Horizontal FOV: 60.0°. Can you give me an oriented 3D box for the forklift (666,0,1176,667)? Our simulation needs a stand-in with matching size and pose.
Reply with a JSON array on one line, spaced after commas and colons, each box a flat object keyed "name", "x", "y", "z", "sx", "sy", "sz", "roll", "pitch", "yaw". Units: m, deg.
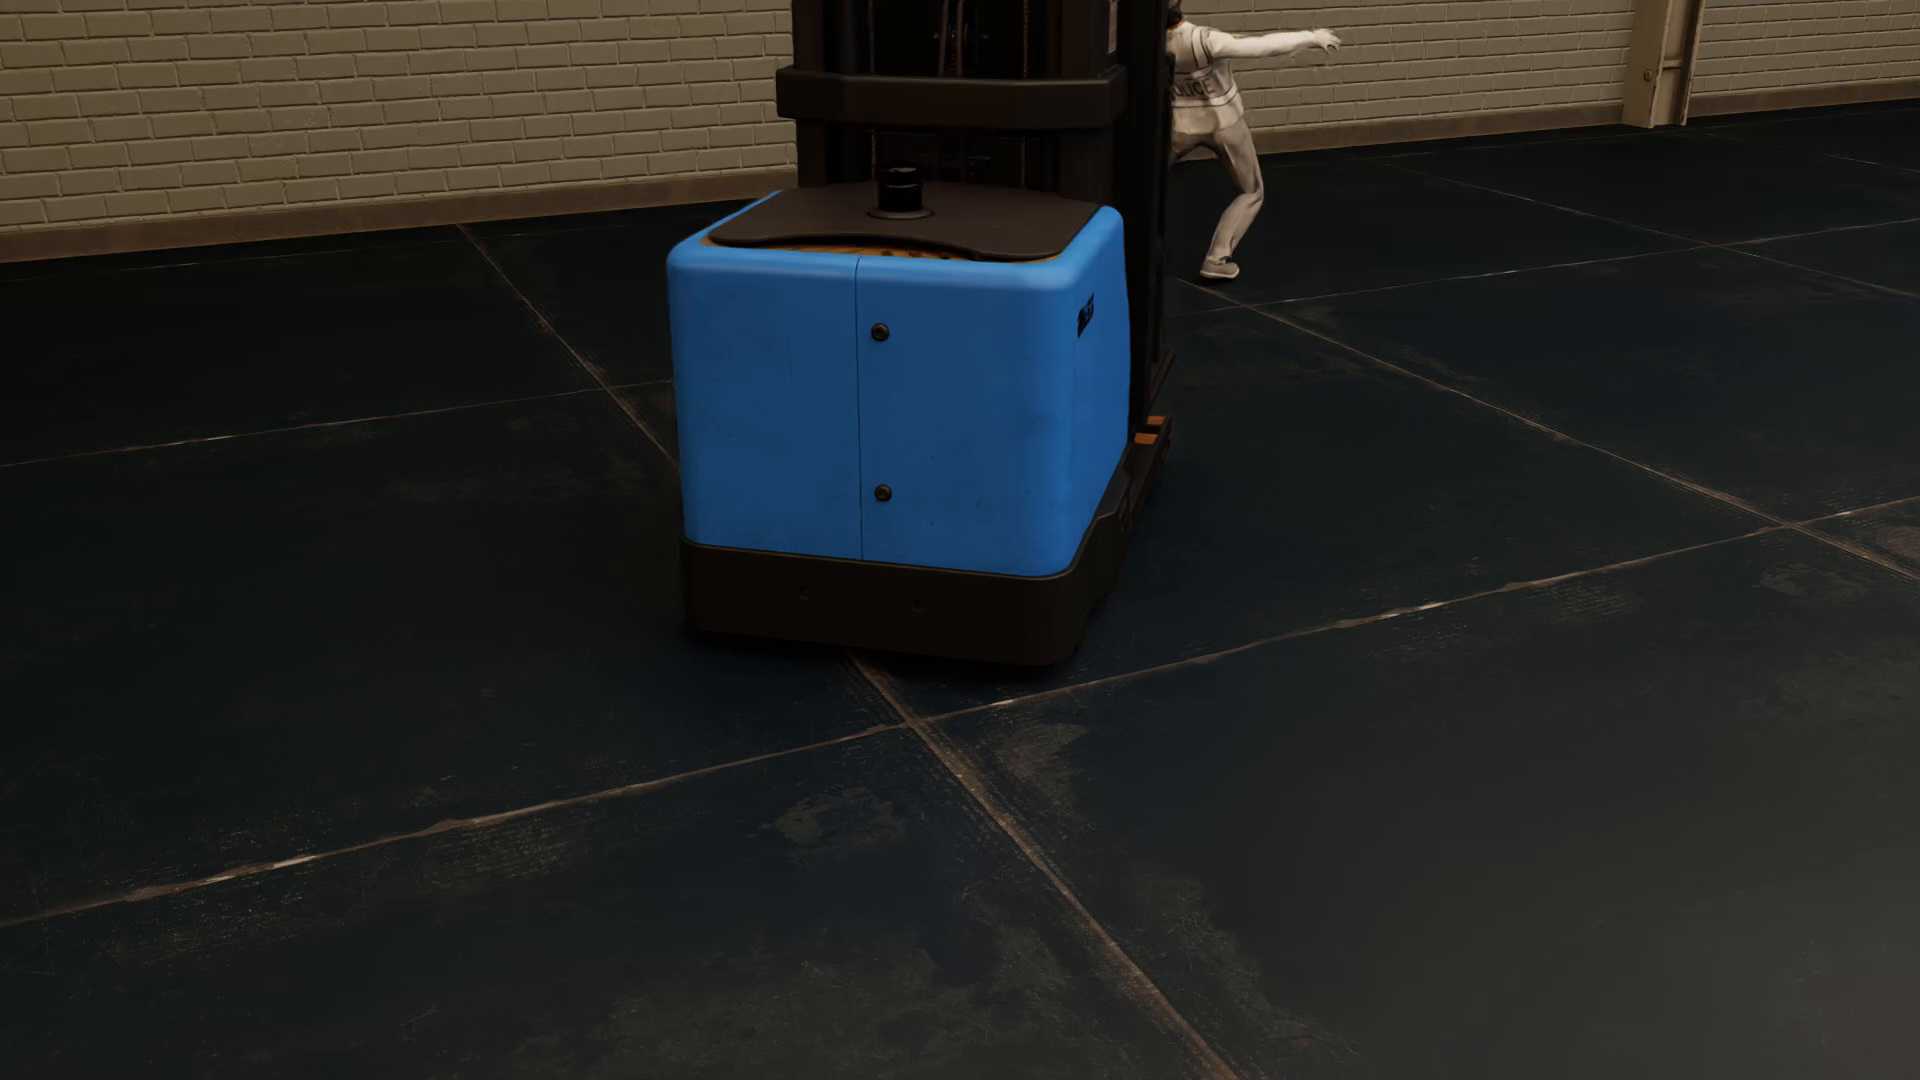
[{"name": "forklift", "x": 0.115, "y": -1.573, "z": 5.074, "sx": 1.130, "sy": 2.935, "sz": 3.031, "roll": 5, "pitch": 23, "yaw": 13}]

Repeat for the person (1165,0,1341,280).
[{"name": "person", "x": 1.248, "y": -1.965, "z": 7.883, "sx": 1.003, "sy": 1.482, "sz": 0.736, "roll": 7, "pitch": 24, "yaw": 16}]
